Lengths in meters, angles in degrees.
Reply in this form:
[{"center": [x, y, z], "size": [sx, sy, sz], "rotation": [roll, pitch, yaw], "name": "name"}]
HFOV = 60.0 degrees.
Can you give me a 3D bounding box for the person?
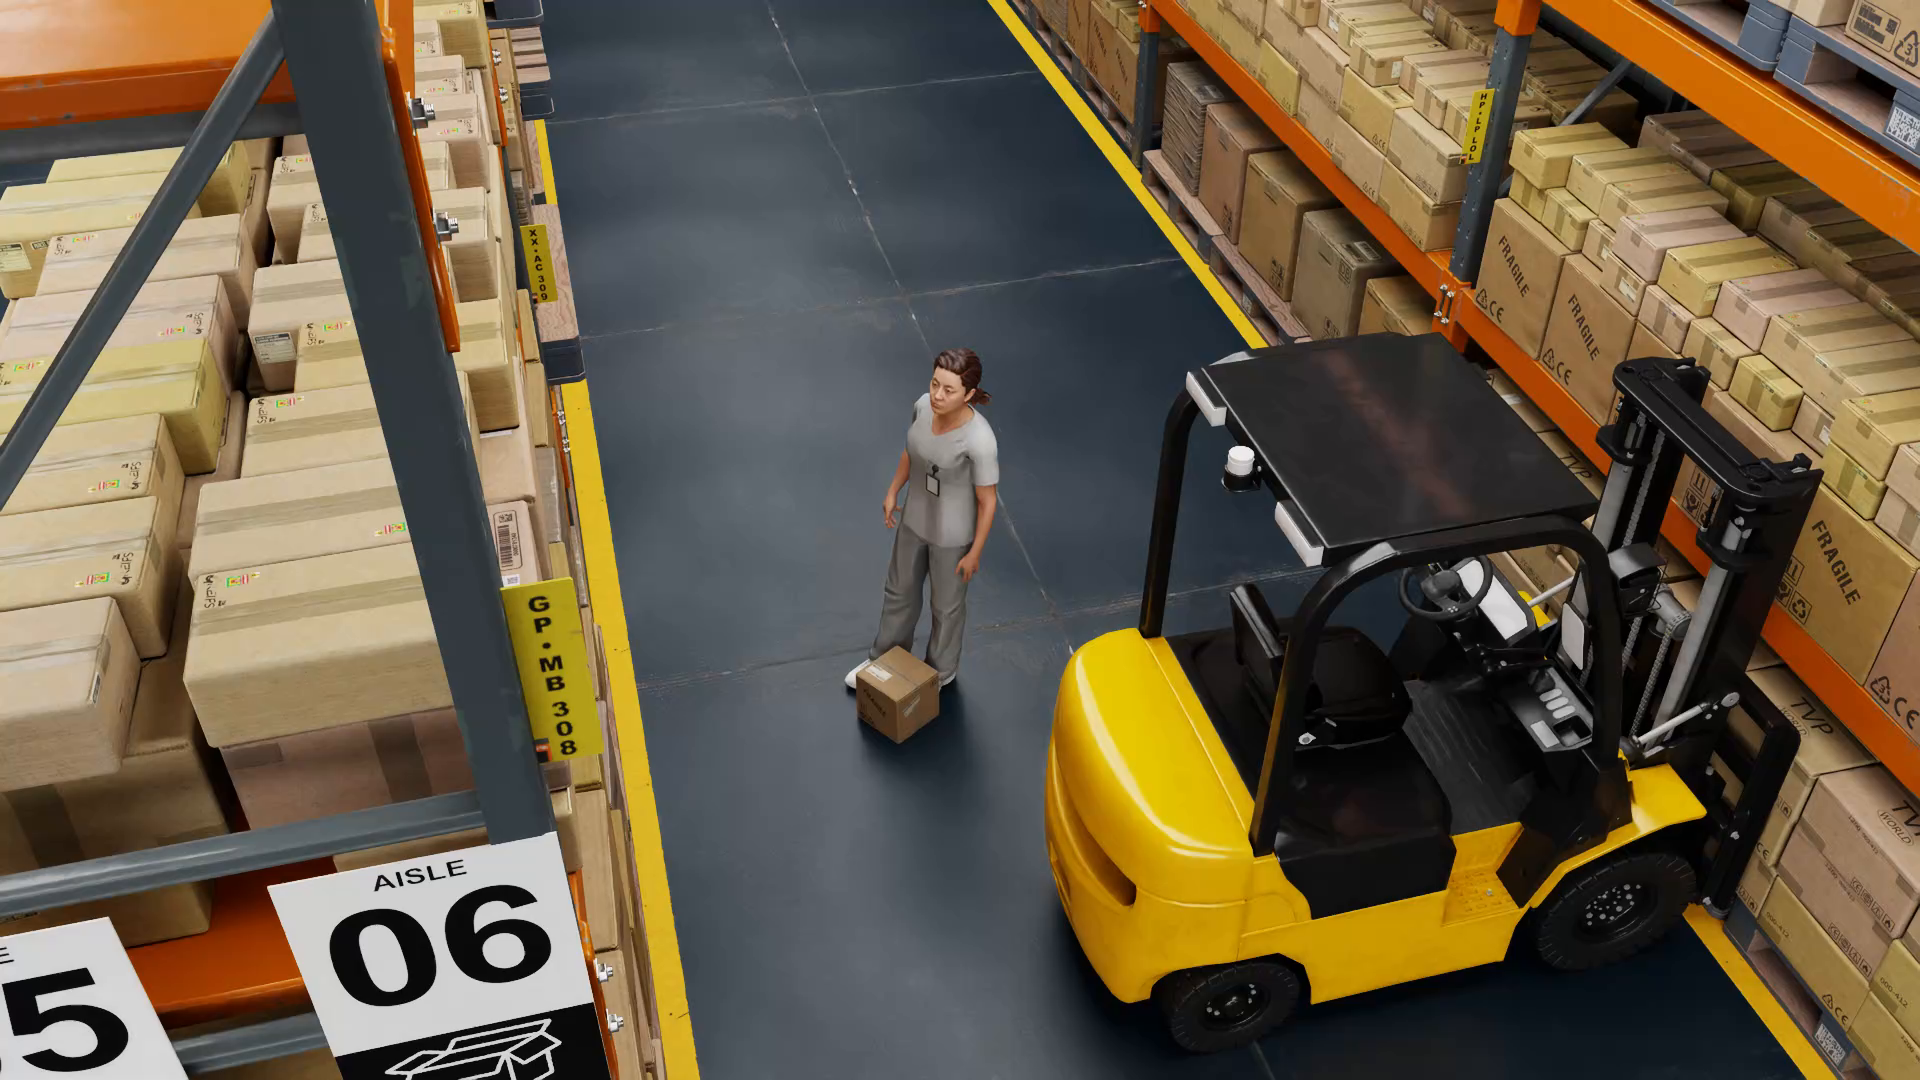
[{"center": [-0.135, -0.023, 6.729], "size": [0.548, 1.673, 0.549], "rotation": [-31, 48, -33], "name": "person"}]
